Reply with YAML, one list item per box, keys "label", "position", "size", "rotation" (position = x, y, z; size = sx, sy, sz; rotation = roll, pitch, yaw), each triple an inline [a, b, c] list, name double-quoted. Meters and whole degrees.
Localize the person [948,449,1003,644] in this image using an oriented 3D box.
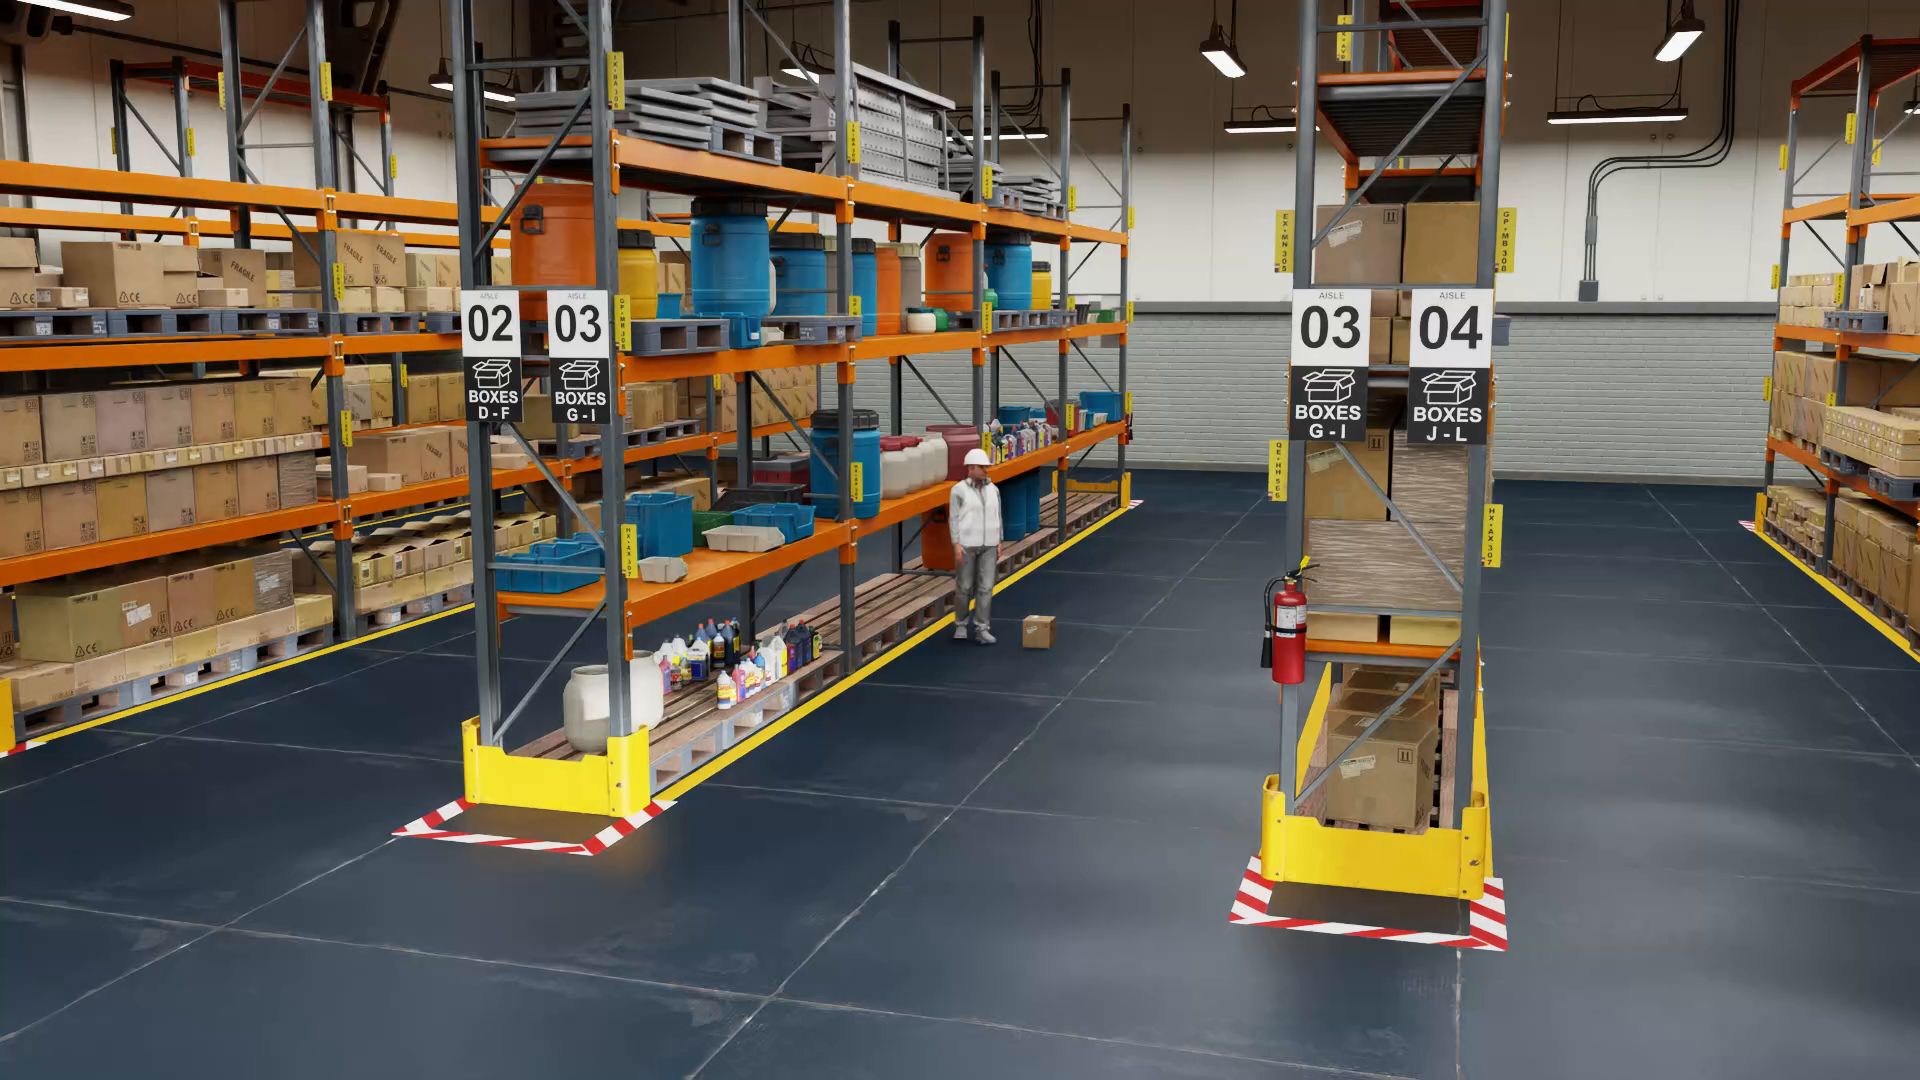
- label: "person"
  position: [0.172, 0.049, 15.364]
  size: [0.563, 1.774, 0.584]
  rotation: [-4, 9, -24]
